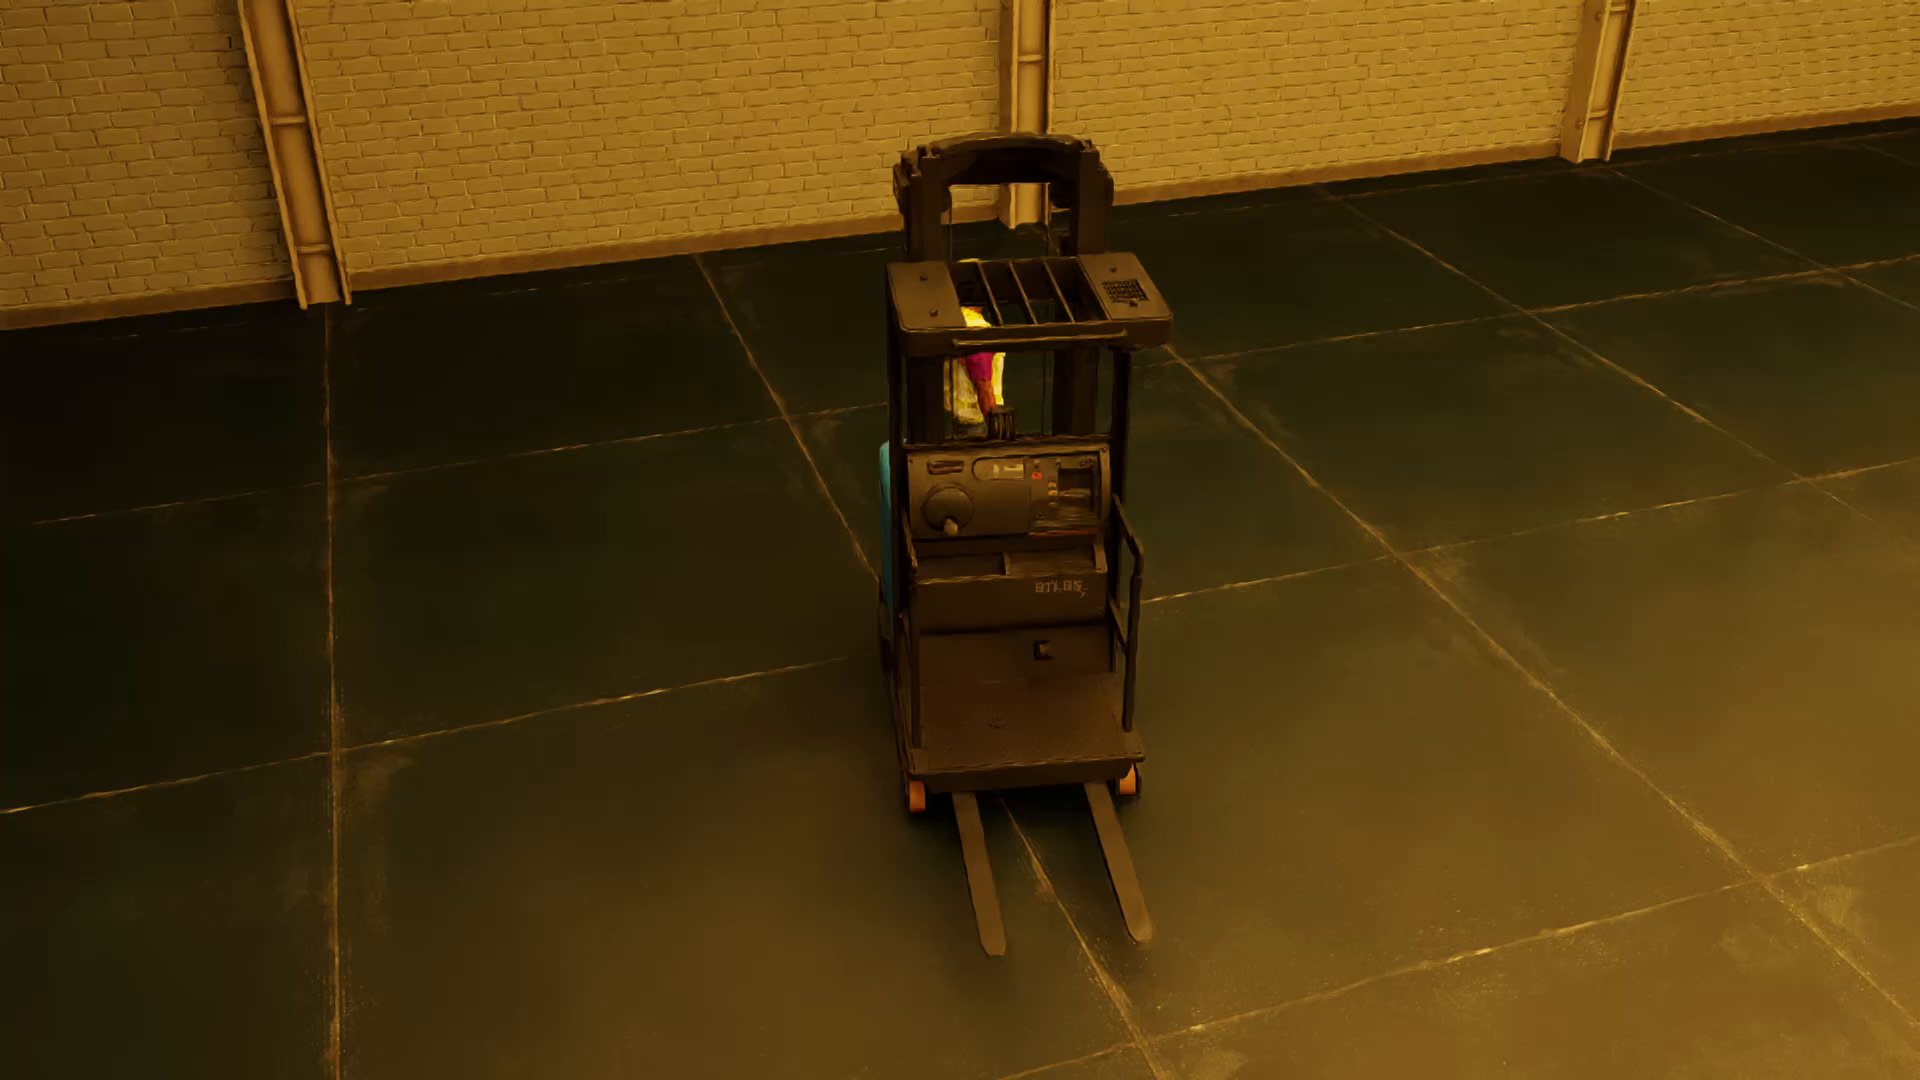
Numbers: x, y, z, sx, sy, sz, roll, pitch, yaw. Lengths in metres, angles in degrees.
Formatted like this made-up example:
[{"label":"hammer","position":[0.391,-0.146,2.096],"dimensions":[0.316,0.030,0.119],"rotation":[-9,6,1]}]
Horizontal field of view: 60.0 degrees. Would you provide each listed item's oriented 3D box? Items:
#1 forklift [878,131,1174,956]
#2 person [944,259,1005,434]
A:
[{"label":"forklift","position":[0.255,-0.178,7.396],"dimensions":[1.130,2.935,3.031],"rotation":[-4,30,-6]},{"label":"person","position":[0.167,-0.795,9.669],"dimensions":[0.596,1.754,0.723],"rotation":[-14,33,-22]}]
